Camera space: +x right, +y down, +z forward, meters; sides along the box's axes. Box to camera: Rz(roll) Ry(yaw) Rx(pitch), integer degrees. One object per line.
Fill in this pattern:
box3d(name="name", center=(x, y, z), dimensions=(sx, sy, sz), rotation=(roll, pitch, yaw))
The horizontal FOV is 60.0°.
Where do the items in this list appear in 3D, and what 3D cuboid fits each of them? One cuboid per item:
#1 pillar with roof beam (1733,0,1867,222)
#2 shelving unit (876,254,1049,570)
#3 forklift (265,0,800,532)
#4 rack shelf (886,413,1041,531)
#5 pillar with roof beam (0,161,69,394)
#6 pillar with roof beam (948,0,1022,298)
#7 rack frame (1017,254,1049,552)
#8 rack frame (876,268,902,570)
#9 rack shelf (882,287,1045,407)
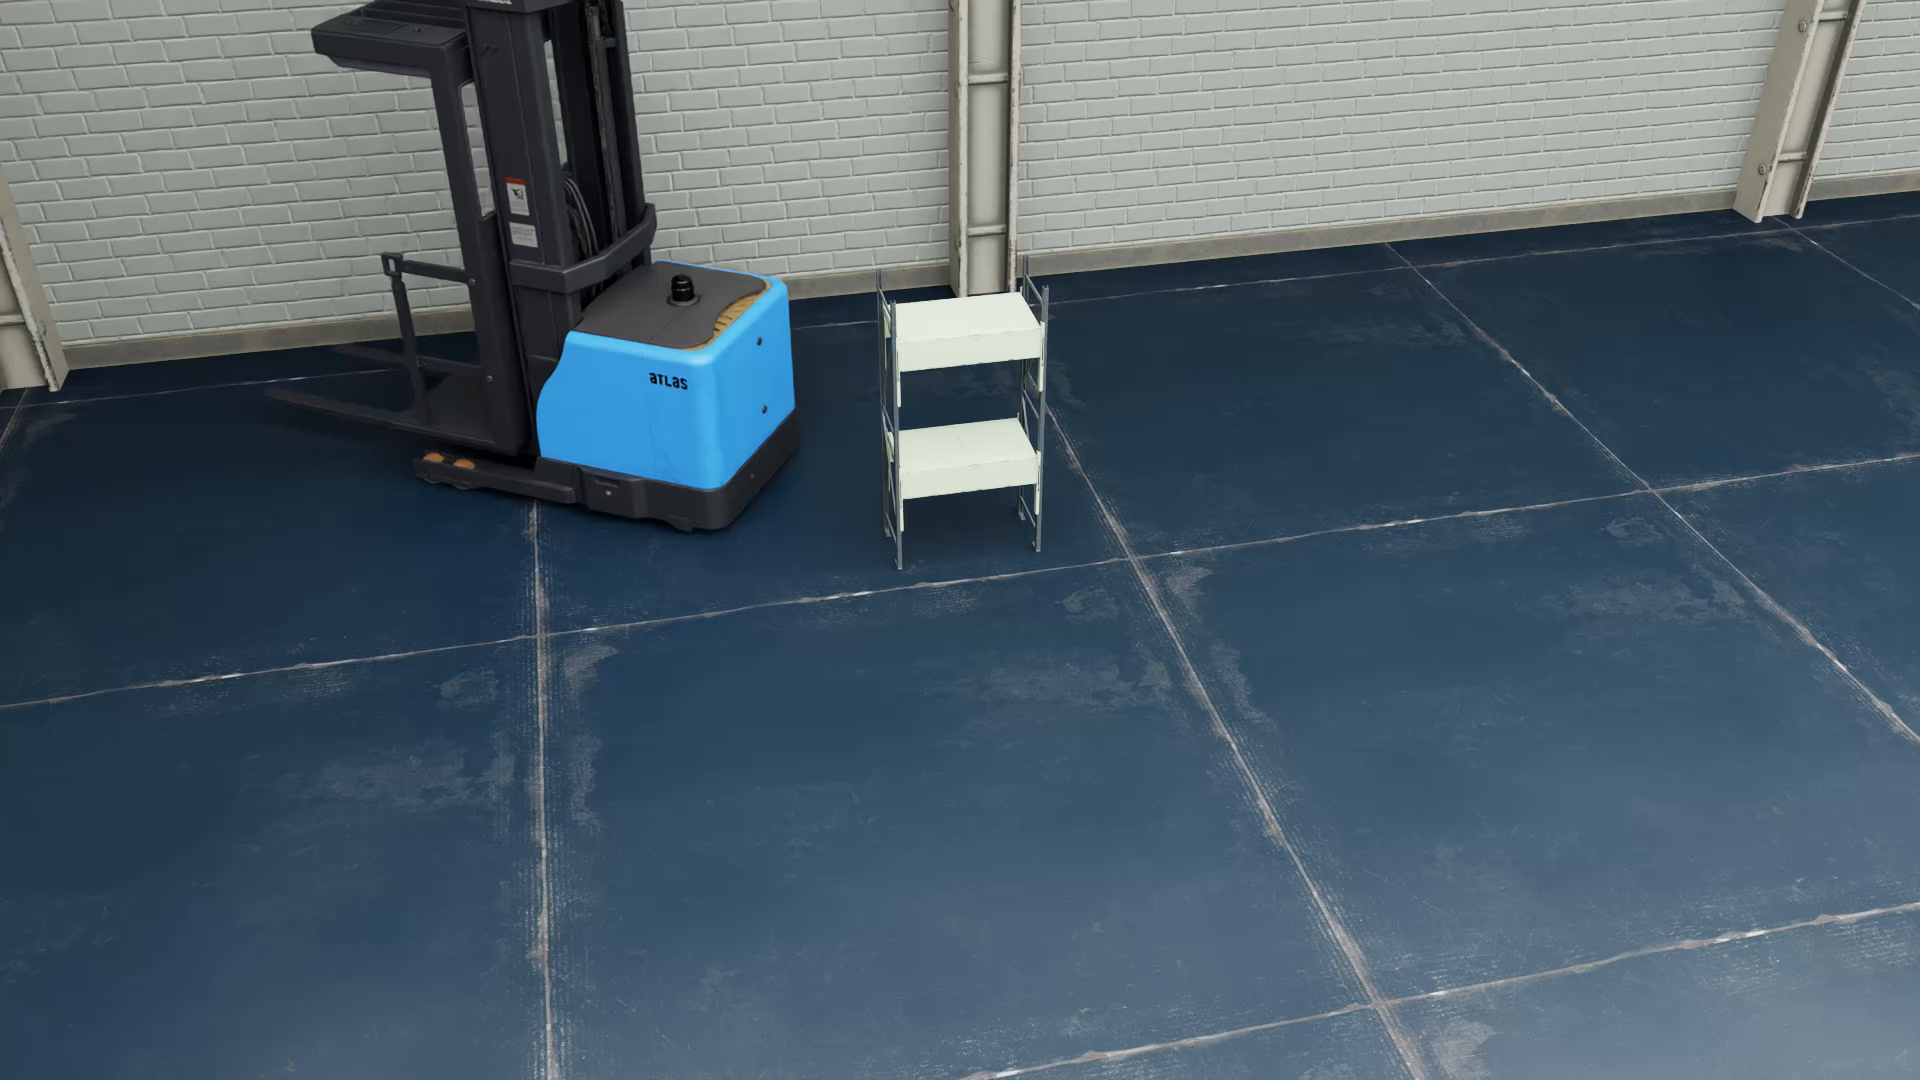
box3d(name="pillar with roof beam", center=(6.954, -3.839, 6.395), dimensions=(0.400, 9.000, 9.100), rotation=(-7, 35, -11))
box3d(name="shelving unit", center=(0.007, -0.624, 8.333), dimensions=(0.755, 1.500, 0.431), rotation=(-7, 35, -11))
box3d(name="forklift", center=(-2.482, -1.757, 8.738), dimensions=(3.031, 2.935, 1.130), rotation=(11, 36, 16))
box3d(name="rack shelf", center=(0.007, -0.353, 8.515), dimensions=(0.720, 0.370, 0.431), rotation=(-7, 35, -11))
box3d(name="pillar with roof beam", center=(-4.750, -2.364, 4.197), dimensions=(0.400, 9.000, 9.100), rotation=(-7, 35, -11))
box3d(name="pillar with roof beam", center=(1.102, -3.102, 5.296), dimensions=(0.400, 9.000, 9.100), rotation=(-7, 35, -11))
box3d(name="rack frame", center=(0.363, -0.669, 8.400), dimensions=(0.023, 1.500, 0.400), rotation=(-7, 35, -11))
box3d(name="rack frame", center=(-0.350, -0.579, 8.266), dimensions=(0.023, 1.500, 0.400), rotation=(-7, 35, -11))
box3d(name="rack shelf", center=(0.007, -0.948, 8.116), dimensions=(0.720, 0.370, 0.431), rotation=(-7, 35, -11))
